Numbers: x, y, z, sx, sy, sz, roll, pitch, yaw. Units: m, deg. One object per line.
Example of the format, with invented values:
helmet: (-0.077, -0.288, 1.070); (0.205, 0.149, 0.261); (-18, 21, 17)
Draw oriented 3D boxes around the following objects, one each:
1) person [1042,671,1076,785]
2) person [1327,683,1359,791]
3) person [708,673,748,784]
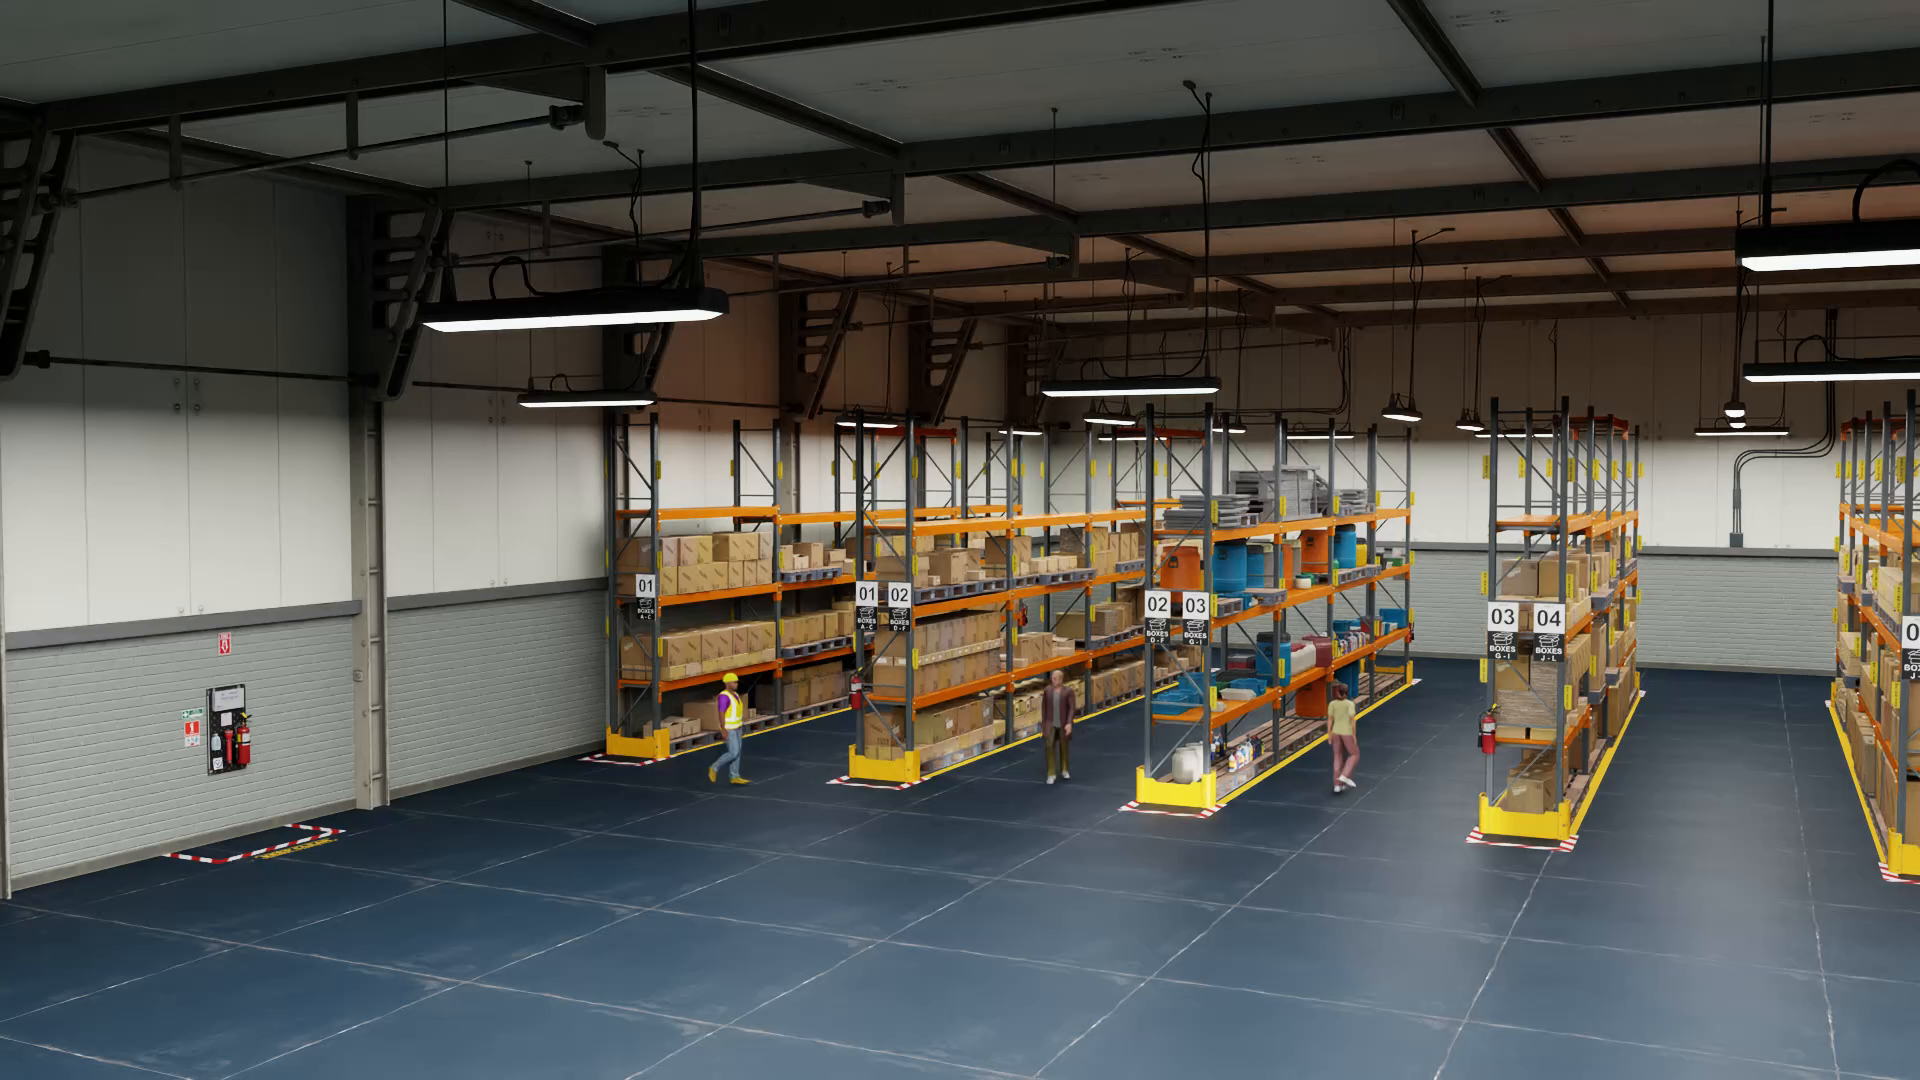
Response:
person: (1.581, 3.020, 26.740); (0.594, 1.845, 0.769); (1, 2, 15)
person: (5.975, 3.069, 25.966); (0.483, 1.658, 0.458); (2, 3, 37)
person: (-3.669, 2.994, 26.412); (0.612, 1.759, 0.586); (1, 2, 15)
